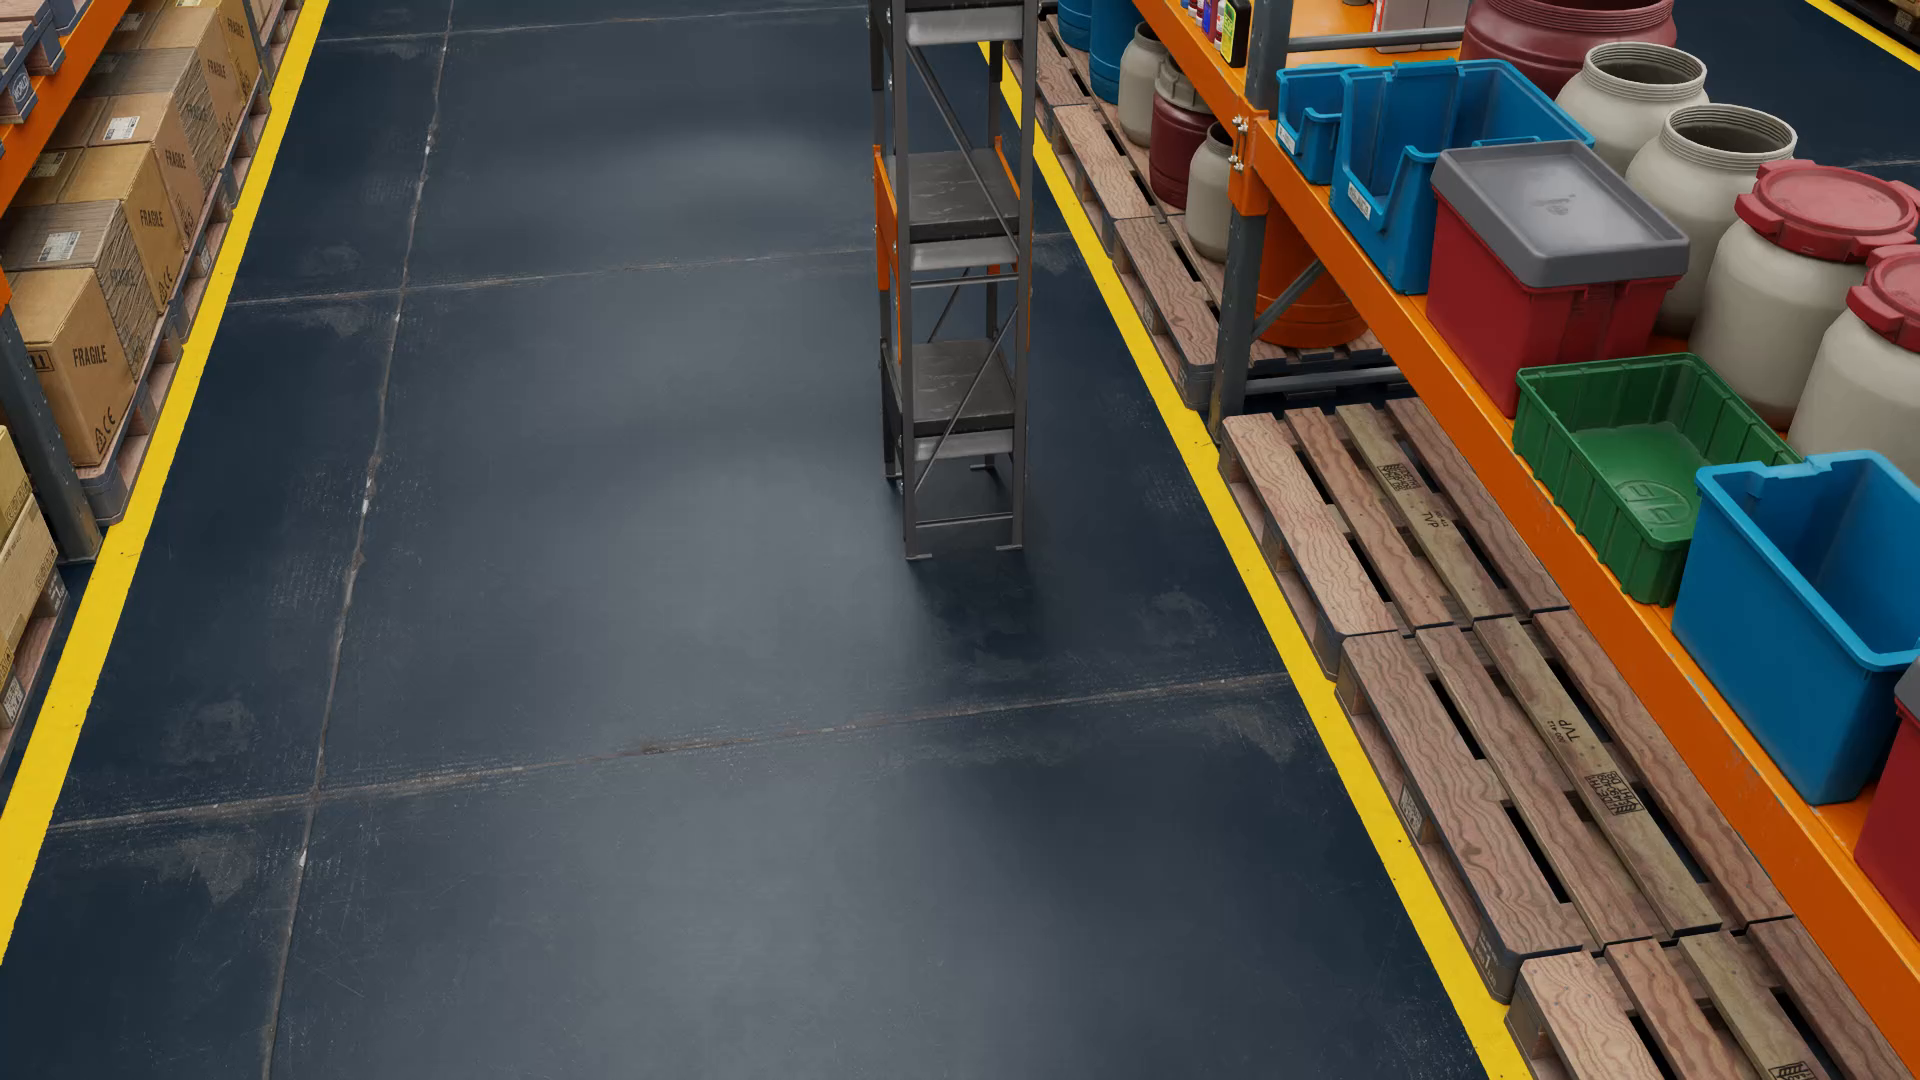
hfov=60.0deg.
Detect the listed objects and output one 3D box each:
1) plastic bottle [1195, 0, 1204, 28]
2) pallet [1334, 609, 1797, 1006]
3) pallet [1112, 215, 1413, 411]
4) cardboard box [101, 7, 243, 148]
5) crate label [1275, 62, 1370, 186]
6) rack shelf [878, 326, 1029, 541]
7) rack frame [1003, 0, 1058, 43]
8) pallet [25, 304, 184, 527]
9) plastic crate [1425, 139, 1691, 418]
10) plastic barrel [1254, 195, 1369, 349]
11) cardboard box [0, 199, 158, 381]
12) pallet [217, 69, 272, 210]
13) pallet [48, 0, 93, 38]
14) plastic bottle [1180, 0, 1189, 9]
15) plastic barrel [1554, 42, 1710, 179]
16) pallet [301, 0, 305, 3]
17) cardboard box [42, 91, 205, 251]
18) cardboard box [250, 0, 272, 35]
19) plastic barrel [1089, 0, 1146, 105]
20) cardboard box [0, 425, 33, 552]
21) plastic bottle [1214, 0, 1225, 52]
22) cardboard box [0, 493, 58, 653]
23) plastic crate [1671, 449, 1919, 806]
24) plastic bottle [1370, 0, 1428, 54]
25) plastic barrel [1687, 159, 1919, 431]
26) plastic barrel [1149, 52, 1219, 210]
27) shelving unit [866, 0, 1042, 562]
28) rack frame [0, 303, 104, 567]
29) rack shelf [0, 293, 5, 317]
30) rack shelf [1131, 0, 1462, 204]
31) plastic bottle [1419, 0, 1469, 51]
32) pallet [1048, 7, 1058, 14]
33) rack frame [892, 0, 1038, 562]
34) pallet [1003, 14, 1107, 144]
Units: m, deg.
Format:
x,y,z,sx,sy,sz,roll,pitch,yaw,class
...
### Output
x,y,z,sx,sy,sz,roll,pitch,yaw,class
0.904,-1.954,5.982,0.097,0.201,0.097,0,38,0,plastic bottle
1.745,0.686,4.695,1.003,0.211,1.213,-6,38,-8,pallet
1.258,-0.993,6.856,1.003,0.211,1.213,-6,38,-8,pallet
-3.694,-2.128,7.723,0.500,0.500,0.500,-6,38,-8,cardboard box
1.142,-1.262,5.066,0.303,0.233,0.416,-6,38,-8,crate label
-0.029,-0.366,5.672,0.431,0.518,0.480,-6,38,-8,rack shelf
0.736,-4.039,8.503,1.000,3.000,0.127,-6,38,-8,rack frame
-3.534,-0.446,6.152,1.003,0.211,1.213,-6,38,-8,pallet
1.419,-0.639,4.075,0.402,0.464,0.583,-6,38,-8,plastic crate
1.335,-1.225,6.309,0.600,0.830,0.708,-6,38,-8,plastic barrel
-3.336,-0.900,6.142,0.500,0.500,0.500,-8,38,-10,cardboard box
-3.961,-1.920,8.049,1.003,0.211,1.213,-6,38,-8,pallet
-3.785,-2.190,6.281,1.003,0.211,1.213,-6,38,-8,pallet
0.870,-2.099,6.112,0.097,0.271,0.097,0,38,0,plastic bottle
1.828,-1.068,4.589,0.421,0.512,0.421,0,38,0,plastic barrel
-4.478,-3.560,10.161,1.003,0.211,1.213,-6,38,-8,pallet
-3.515,-1.518,6.938,0.500,0.500,0.500,-7,38,-9,cardboard box
-4.002,-2.897,8.867,0.500,0.311,0.500,-6,38,-8,cardboard box
0.939,-2.618,8.043,0.600,0.901,0.708,-6,38,-8,plastic barrel
-3.106,-0.104,4.880,0.500,0.311,0.500,-5,38,-7,cardboard box
0.944,-1.814,5.802,0.097,0.201,0.097,0,38,0,plastic bottle
-3.108,0.119,5.050,0.500,0.250,0.500,-5,38,-7,cardboard box
1.639,0.167,3.103,0.392,0.384,0.575,-6,38,-8,plastic crate
1.530,-1.853,5.792,0.152,0.276,0.135,-6,38,-8,plastic bottle
1.982,-0.566,3.923,0.433,0.535,0.433,0,38,0,plastic barrel
1.137,-1.812,7.261,0.600,0.588,0.708,-6,38,-8,plastic barrel
-0.029,-0.929,5.235,0.431,2.100,0.503,-6,38,-8,shelving unit
-3.440,-1.092,4.711,1.000,3.000,0.127,-6,38,-8,rack frame
-3.089,0.400,3.377,1.077,0.370,4.000,-6,38,-8,rack shelf
1.087,-2.546,7.169,1.077,0.370,4.000,-6,38,-8,rack shelf
1.680,-1.870,5.813,0.152,0.276,0.135,-6,38,-8,plastic bottle
0.569,-3.377,9.925,1.003,0.211,1.213,-6,38,-8,pallet
0.014,-0.782,5.045,0.400,2.100,0.015,-6,38,-8,rack frame
0.830,-2.467,8.753,1.003,0.211,1.213,-6,38,-8,pallet
